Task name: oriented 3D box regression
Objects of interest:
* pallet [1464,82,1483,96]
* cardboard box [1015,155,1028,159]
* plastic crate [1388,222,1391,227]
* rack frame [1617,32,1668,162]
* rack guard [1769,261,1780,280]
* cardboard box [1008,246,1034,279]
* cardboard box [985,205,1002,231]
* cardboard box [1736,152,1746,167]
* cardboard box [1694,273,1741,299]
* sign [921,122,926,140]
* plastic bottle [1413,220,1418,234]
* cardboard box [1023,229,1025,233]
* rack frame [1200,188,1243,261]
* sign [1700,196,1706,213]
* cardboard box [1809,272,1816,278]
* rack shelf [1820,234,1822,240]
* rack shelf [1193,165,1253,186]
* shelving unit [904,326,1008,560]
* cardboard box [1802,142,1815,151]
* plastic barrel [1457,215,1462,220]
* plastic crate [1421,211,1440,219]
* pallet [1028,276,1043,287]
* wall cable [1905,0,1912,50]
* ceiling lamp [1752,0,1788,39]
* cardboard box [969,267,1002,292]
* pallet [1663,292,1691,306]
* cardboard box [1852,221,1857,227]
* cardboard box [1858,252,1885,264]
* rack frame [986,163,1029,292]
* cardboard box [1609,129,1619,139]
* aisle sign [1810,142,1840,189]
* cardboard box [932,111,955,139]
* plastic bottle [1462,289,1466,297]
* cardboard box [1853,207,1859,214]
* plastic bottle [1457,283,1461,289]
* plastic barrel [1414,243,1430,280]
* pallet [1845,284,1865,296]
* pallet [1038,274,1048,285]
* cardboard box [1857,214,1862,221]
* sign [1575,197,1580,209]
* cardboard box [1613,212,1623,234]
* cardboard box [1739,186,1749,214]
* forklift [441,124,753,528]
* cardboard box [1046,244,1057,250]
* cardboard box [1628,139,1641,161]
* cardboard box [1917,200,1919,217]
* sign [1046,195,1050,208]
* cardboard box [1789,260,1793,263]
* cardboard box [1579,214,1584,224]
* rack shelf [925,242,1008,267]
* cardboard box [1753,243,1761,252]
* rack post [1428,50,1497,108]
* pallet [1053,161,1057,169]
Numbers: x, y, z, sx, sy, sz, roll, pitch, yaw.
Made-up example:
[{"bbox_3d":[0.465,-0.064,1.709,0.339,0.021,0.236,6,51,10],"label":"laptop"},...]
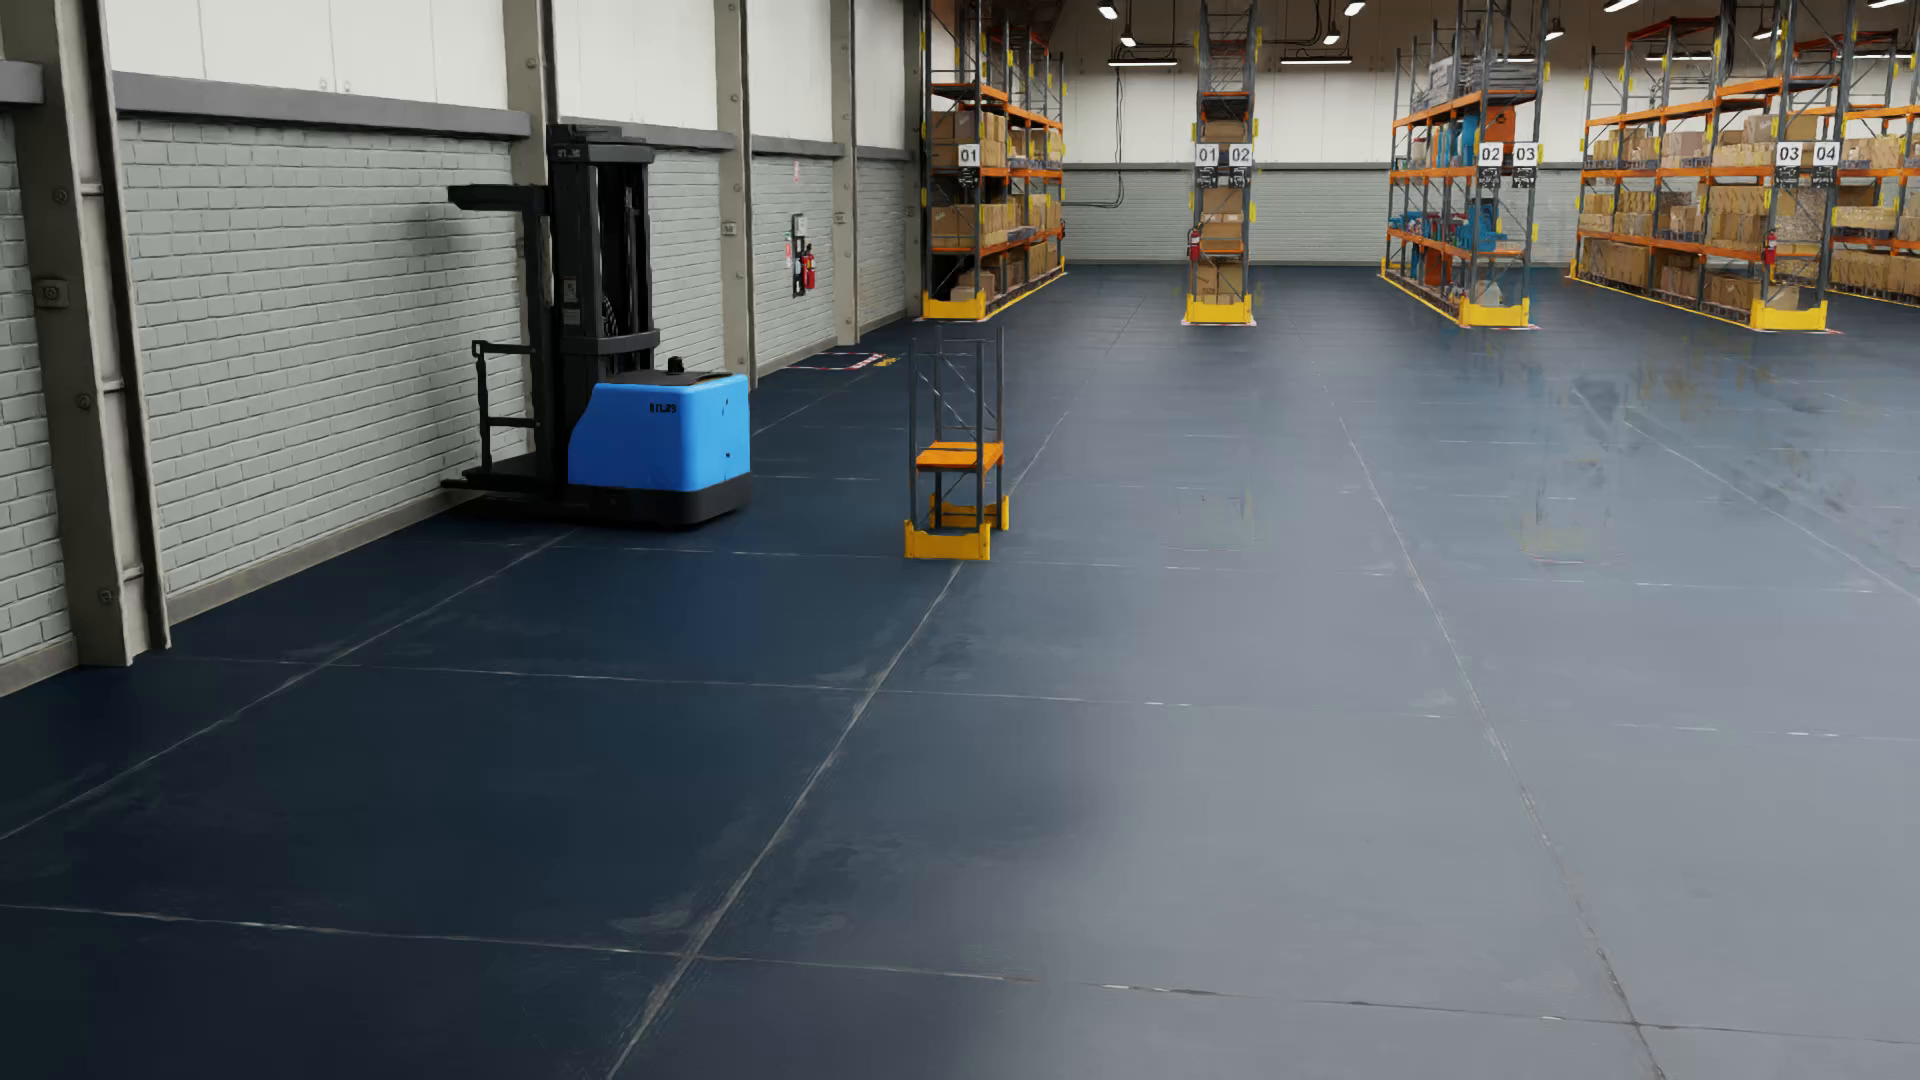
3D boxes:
[{"bbox_3d":[9.993,-8.390,30.962,1.003,0.211,1.213,2,12,9],"label":"pallet"},{"bbox_3d":[1.260,-8.600,37.823,0.500,0.311,0.500,2,12,9],"label":"cardboard box"},{"bbox_3d":[11.629,-8.466,44.641,0.250,0.136,0.298,2,12,9],"label":"plastic crate"},{"bbox_3d":[16.403,-10.610,39.865,1.000,3.000,0.127,2,12,9],"label":"rack frame"},{"bbox_3d":[21.891,-7.090,43.708,1.175,0.500,0.348,2,12,9],"label":"rack guard"},{"bbox_3d":[1.347,-6.629,39.741,0.750,0.750,0.750,2,12,8],"label":"cardboard box"},{"bbox_3d":[0.563,-6.480,33.468,0.500,0.500,0.500,2,12,7],"label":"cardboard box"},{"bbox_3d":[14.613,-6.996,30.573,0.500,0.250,0.500,2,12,8],"label":"cardboard box"},{"bbox_3d":[15.288,-5.132,33.577,0.700,0.500,0.500,1,12,4],"label":"cardboard box"},{"bbox_3d":[-0.672,-7.582,30.834,0.100,0.325,0.005,2,12,9],"label":"sign"},{"bbox_3d":[10.824,-7.415,39.397,0.144,0.351,0.185,2,12,9],"label":"plastic bottle"},{"bbox_3d":[1.384,-7.274,39.175,0.380,0.149,0.250,2,12,8],"label":"cardboard box"},{"bbox_3d":[5.999,-7.166,38.127,1.000,3.000,0.127,2,12,9],"label":"rack frame"},{"bbox_3d":[14.623,-6.595,32.728,0.100,0.325,0.005,2,12,9],"label":"sign"},{"bbox_3d":[21.111,-6.508,40.844,0.380,0.149,0.250,1,12,7],"label":"cardboard box"},{"bbox_3d":[21.595,-7.560,41.662,1.077,0.370,4.000,2,12,9],"label":"rack shelf"},{"bbox_3d":[5.077,-7.032,32.091,1.077,0.370,4.000,2,12,9],"label":"rack shelf"},{"bbox_3d":[-0.012,-0.717,11.762,0.587,1.500,1.083,2,12,9],"label":"shelving unit"},{"bbox_3d":[14.828,-6.817,28.795,0.380,0.149,0.250,2,12,8],"label":"cardboard box"},{"bbox_3d":[10.821,-6.674,35.518,0.433,0.535,0.433,0,12,0],"label":"plastic barrel"},{"bbox_3d":[11.894,-8.076,42.054,0.402,0.464,0.583,2,12,9],"label":"plastic crate"},{"bbox_3d":[1.490,-6.378,41.087,1.003,0.211,1.213,2,12,9],"label":"pallet"},{"bbox_3d":[25.876,-15.297,47.374,2.355,3.000,0.029,2,12,9],"label":"wall cable"},{"bbox_3d":[18.997,-13.200,38.030,0.800,3.185,2.000,2,12,9],"label":"ceiling lamp"},{"bbox_3d":[0.586,-5.640,35.935,0.700,0.500,0.500,2,12,11],"label":"cardboard box"},{"bbox_3d":[15.476,-5.066,34.998,1.003,0.211,1.213,2,12,9],"label":"pallet"},{"bbox_3d":[20.535,-7.187,37.820,0.380,0.149,0.250,1,12,6],"label":"cardboard box"},{"bbox_3d":[20.679,-6.374,37.608,0.500,0.250,0.500,2,12,10],"label":"cardboard box"},{"bbox_3d":[1.104,-7.326,38.868,1.000,3.000,0.127,2,12,9],"label":"rack frame"},{"bbox_3d":[16.697,-10.226,41.951,0.500,0.250,0.500,1,12,7],"label":"cardboard box"},{"bbox_3d":[14.844,-6.428,28.527,0.394,0.787,0.004,2,12,9],"label":"aisle sign"},{"bbox_3d":[-0.318,-7.773,31.162,0.500,0.500,0.500,2,12,11],"label":"cardboard box"},{"bbox_3d":[9.683,-4.672,31.954,0.061,0.283,0.133,2,12,9],"label":"plastic bottle"},{"bbox_3d":[20.537,-7.476,37.752,0.380,0.149,0.250,2,12,10],"label":"cardboard box"},{"bbox_3d":[9.886,-4.933,33.008,0.144,0.351,0.185,2,12,9],"label":"plastic bottle"},{"bbox_3d":[11.299,-6.757,40.212,0.600,0.901,0.708,2,12,9],"label":"plastic barrel"},{"bbox_3d":[20.984,-5.716,38.014,1.003,0.211,1.213,2,12,9],"label":"pallet"},{"bbox_3d":[1.675,-6.633,42.269,1.003,0.211,1.213,2,12,9],"label":"pallet"},{"bbox_3d":[20.495,-7.277,37.533,0.380,0.149,0.250,2,12,10],"label":"cardboard box"},{"bbox_3d":[16.470,-8.991,44.351,0.100,0.325,0.005,2,12,9],"label":"sign"},{"bbox_3d":[16.085,-7.639,40.080,0.500,0.500,0.500,2,12,9],"label":"cardboard box"},{"bbox_3d":[14.548,-6.193,30.294,0.500,0.500,0.500,2,12,9],"label":"cardboard box"},{"bbox_3d":[-3.198,-1.684,12.851,3.031,2.935,1.130,4,13,19],"label":"forklift"},{"bbox_3d":[2.447,-8.057,45.656,0.380,0.149,0.250,2,12,10],"label":"cardboard box"},{"bbox_3d":[16.323,-9.277,39.565,0.700,0.500,0.500,2,12,10],"label":"cardboard box"},{"bbox_3d":[20.517,-7.002,34.754,0.700,0.500,0.500,2,12,8],"label":"cardboard box"},{"bbox_3d":[2.257,-8.671,42.546,0.100,0.325,0.005,2,12,9],"label":"sign"},{"bbox_3d":[21.442,-7.169,42.496,0.380,0.149,0.250,1,12,6],"label":"cardboard box"},{"bbox_3d":[16.677,-8.491,43.922,0.500,0.250,0.500,2,12,7],"label":"cardboard box"},{"bbox_3d":[0.181,-5.725,33.148,1.077,0.370,4.000,2,12,9],"label":"rack shelf"},{"bbox_3d":[14.423,-5.228,29.730,0.380,0.149,0.250,2,12,9],"label":"cardboard box"},{"bbox_3d":[10.496,-9.616,34.777,1.013,1.000,3.121,2,12,9],"label":"rack post"},{"bbox_3d":[2.045,-10.005,44.389,1.003,0.211,1.213,2,12,9],"label":"pallet"}]
